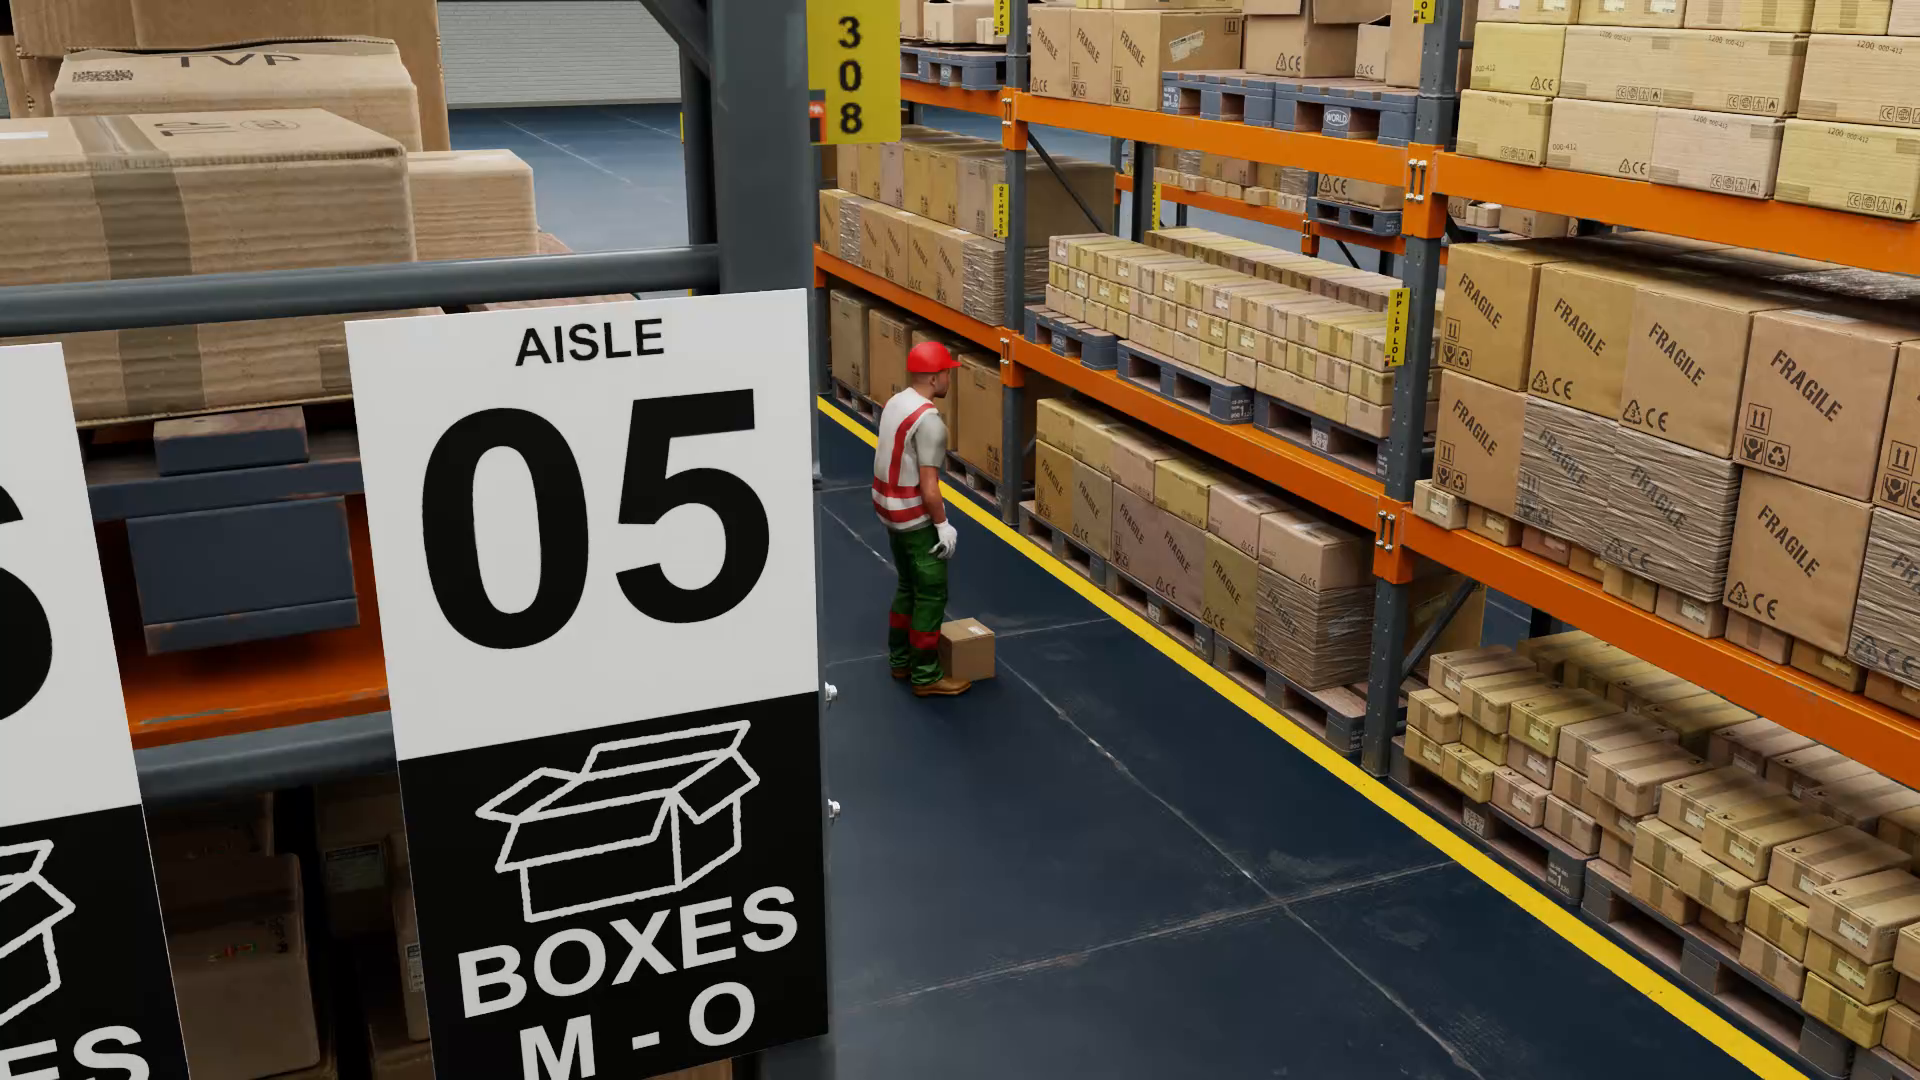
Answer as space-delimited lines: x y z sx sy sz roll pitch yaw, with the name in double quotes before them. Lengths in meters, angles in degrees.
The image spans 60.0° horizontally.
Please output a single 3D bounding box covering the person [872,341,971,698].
"person" -0.194 -0.113 8.372 0.449 1.780 0.607 -8 20 -22
